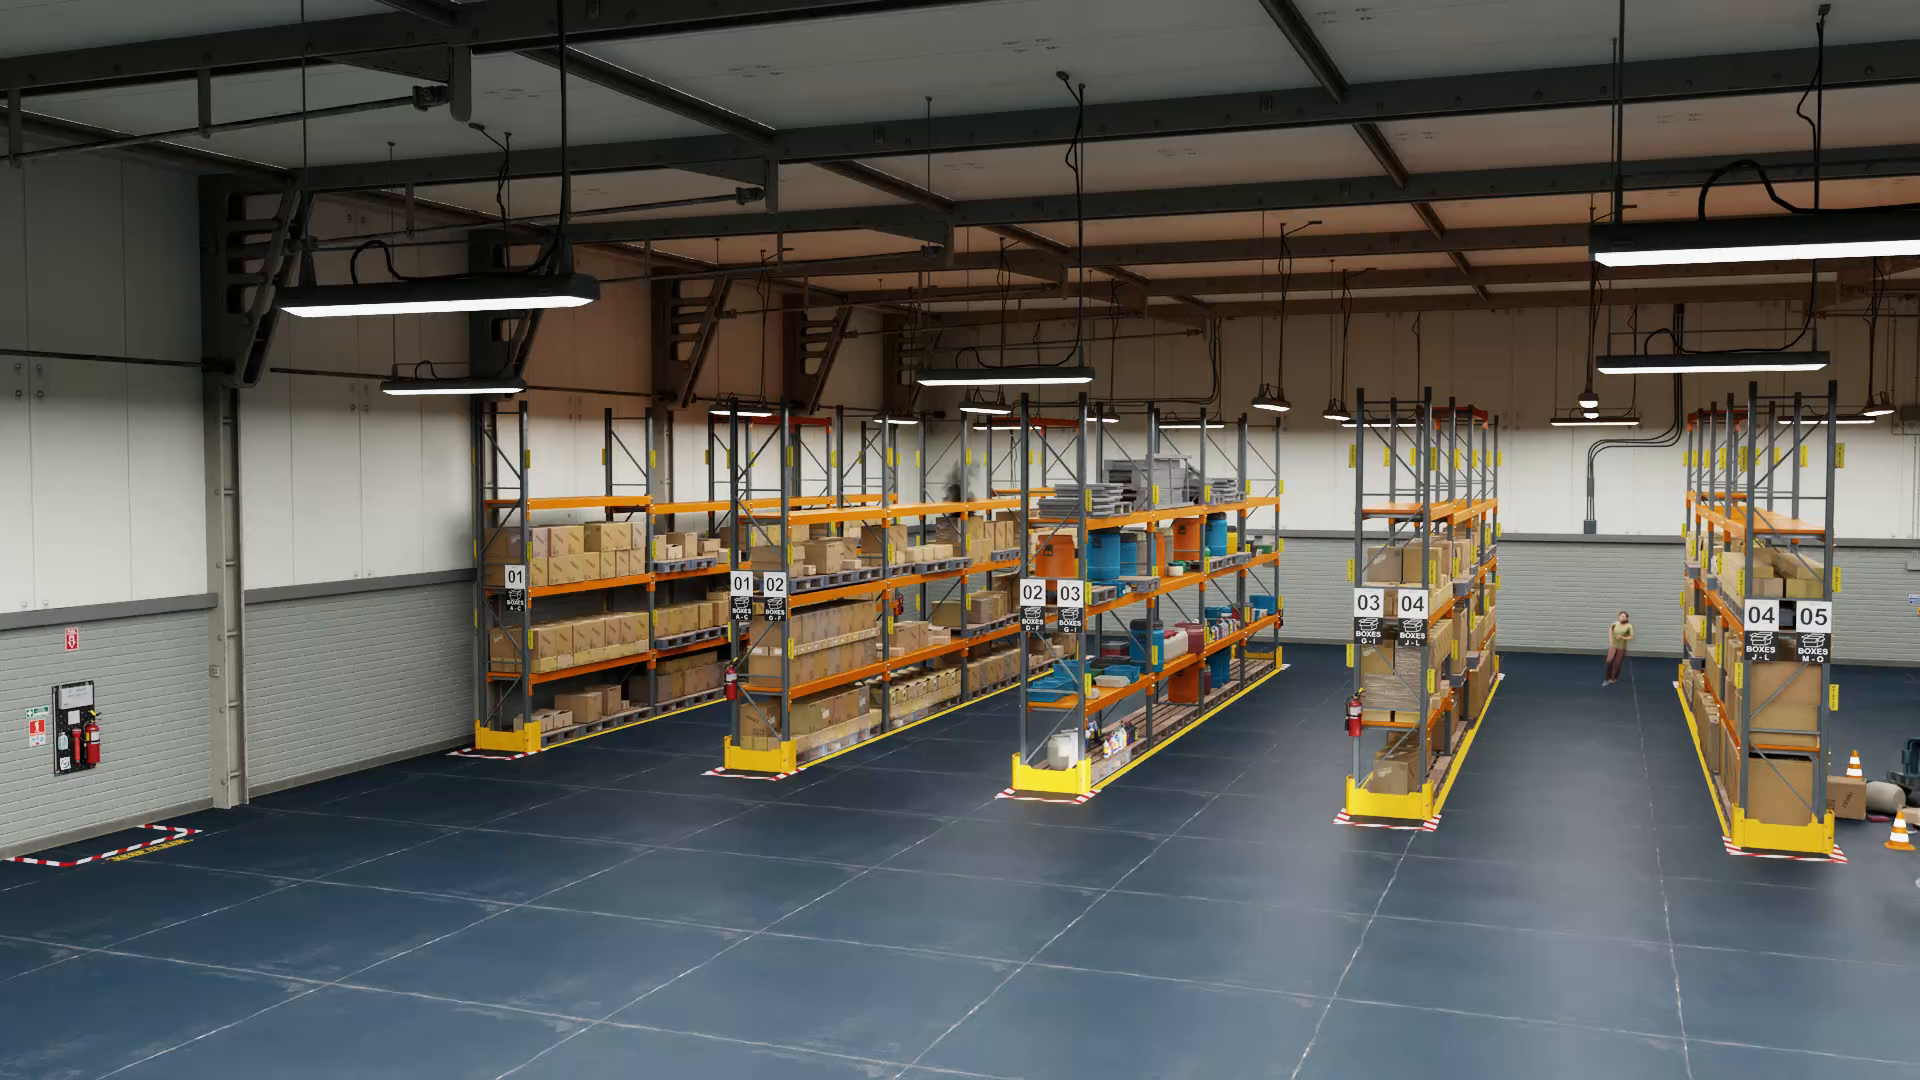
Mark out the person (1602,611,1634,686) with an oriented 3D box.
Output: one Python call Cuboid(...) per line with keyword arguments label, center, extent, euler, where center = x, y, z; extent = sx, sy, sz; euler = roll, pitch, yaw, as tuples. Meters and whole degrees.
Cuboid(label="person", center=(14.576, 2.412, 36.733), extent=(0.643, 1.709, 0.662), euler=(2, 3, 33))
